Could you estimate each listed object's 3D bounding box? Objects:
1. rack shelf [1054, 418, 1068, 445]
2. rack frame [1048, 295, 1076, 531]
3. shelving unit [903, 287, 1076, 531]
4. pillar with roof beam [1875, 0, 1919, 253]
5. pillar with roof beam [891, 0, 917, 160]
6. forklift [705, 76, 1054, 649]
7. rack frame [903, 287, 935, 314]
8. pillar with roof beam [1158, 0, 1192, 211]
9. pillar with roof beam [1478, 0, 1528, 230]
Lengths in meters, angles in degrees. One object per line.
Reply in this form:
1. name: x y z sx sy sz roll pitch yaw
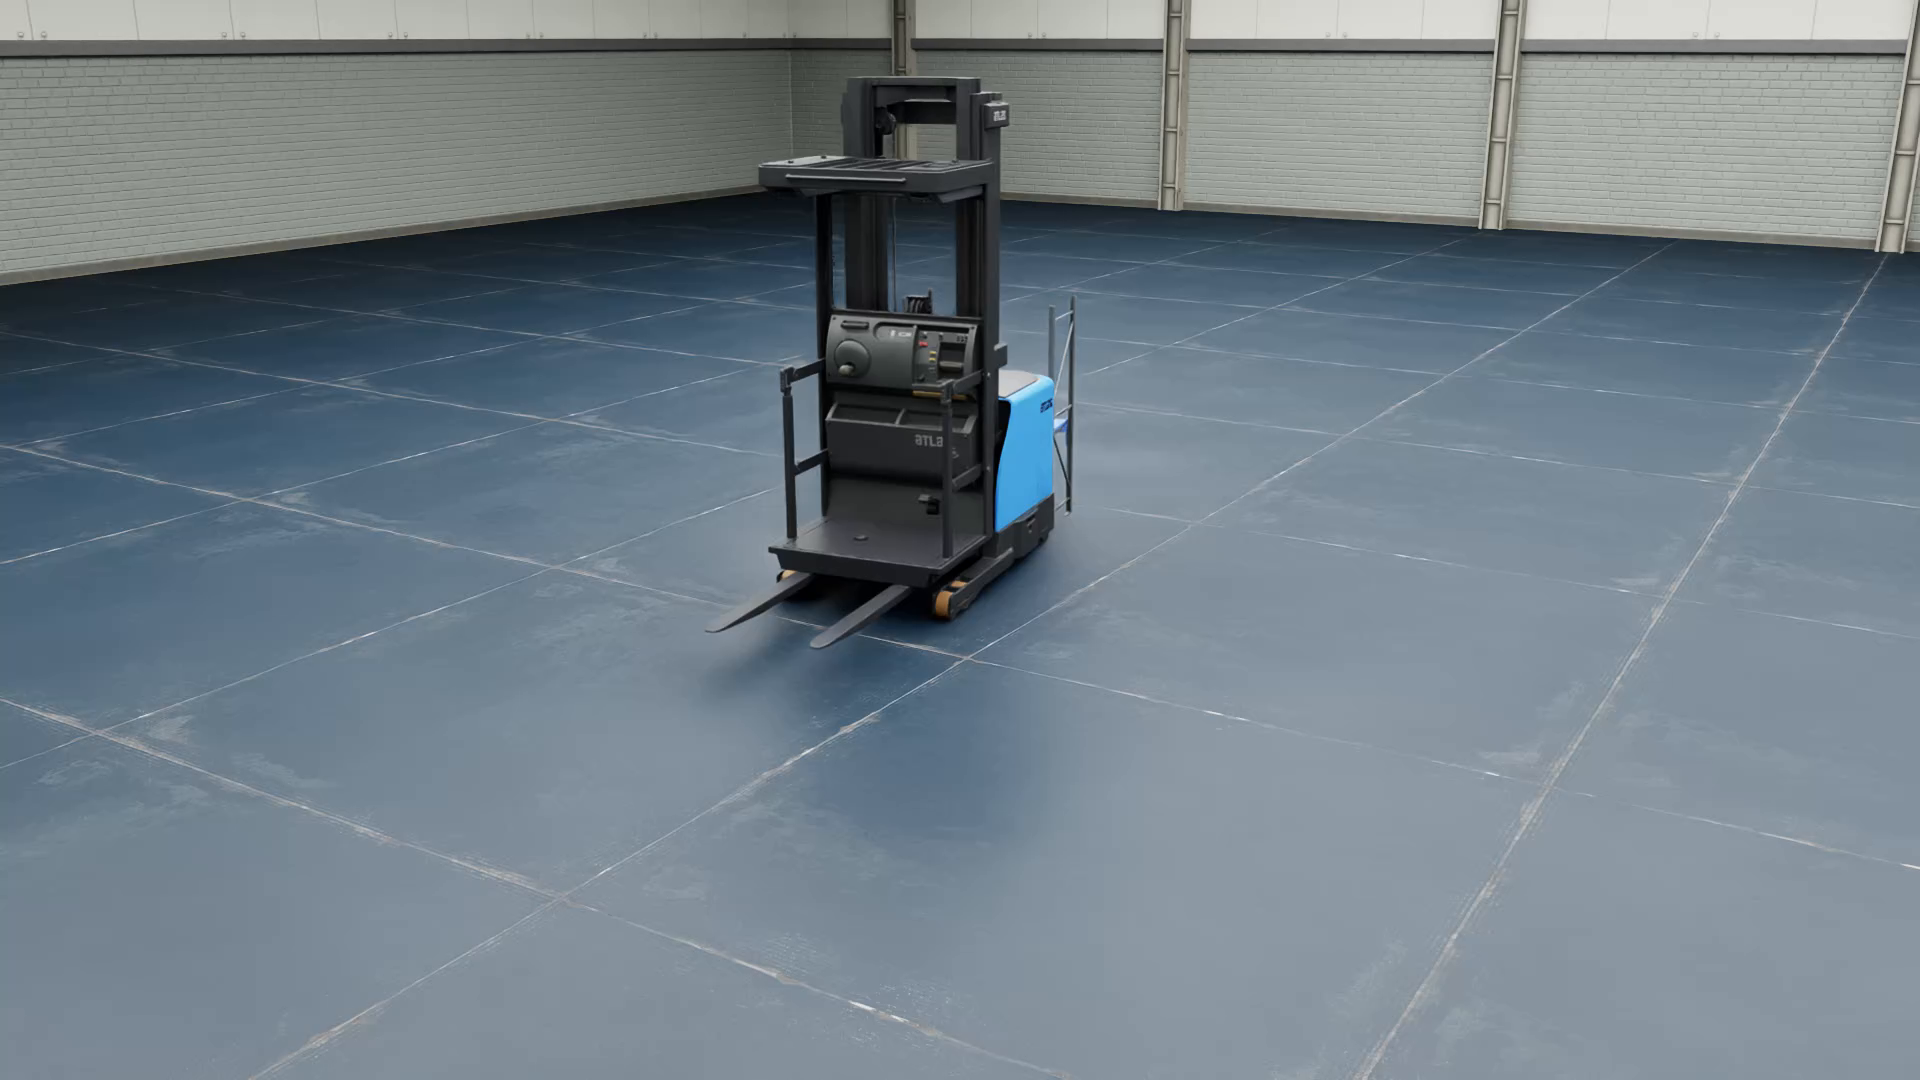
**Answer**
1. rack shelf: 0.198 -0.726 11.310 1.000 0.185 0.538 6 18 20
2. rack frame: 0.673 -0.846 11.085 0.032 1.500 0.500 6 18 20
3. shelving unit: 0.198 -0.898 11.258 1.048 1.500 0.538 6 18 20
4. pillar with roof beam: 11.951 -7.650 20.582 0.400 9.000 9.100 10 20 30
5. pillar with roof beam: -3.387 -10.388 29.595 0.400 9.000 9.100 10 20 30
6. forklift: -0.423 -1.090 9.426 1.130 2.935 3.031 7 18 22
7. rack frame: -0.277 -0.951 11.430 0.032 1.500 0.500 6 18 20
8. pillar with roof beam: 1.725 -9.475 26.591 0.400 9.000 9.100 10 20 30
9. pillar with roof beam: 6.838 -8.562 23.586 0.400 9.000 9.100 10 20 30
